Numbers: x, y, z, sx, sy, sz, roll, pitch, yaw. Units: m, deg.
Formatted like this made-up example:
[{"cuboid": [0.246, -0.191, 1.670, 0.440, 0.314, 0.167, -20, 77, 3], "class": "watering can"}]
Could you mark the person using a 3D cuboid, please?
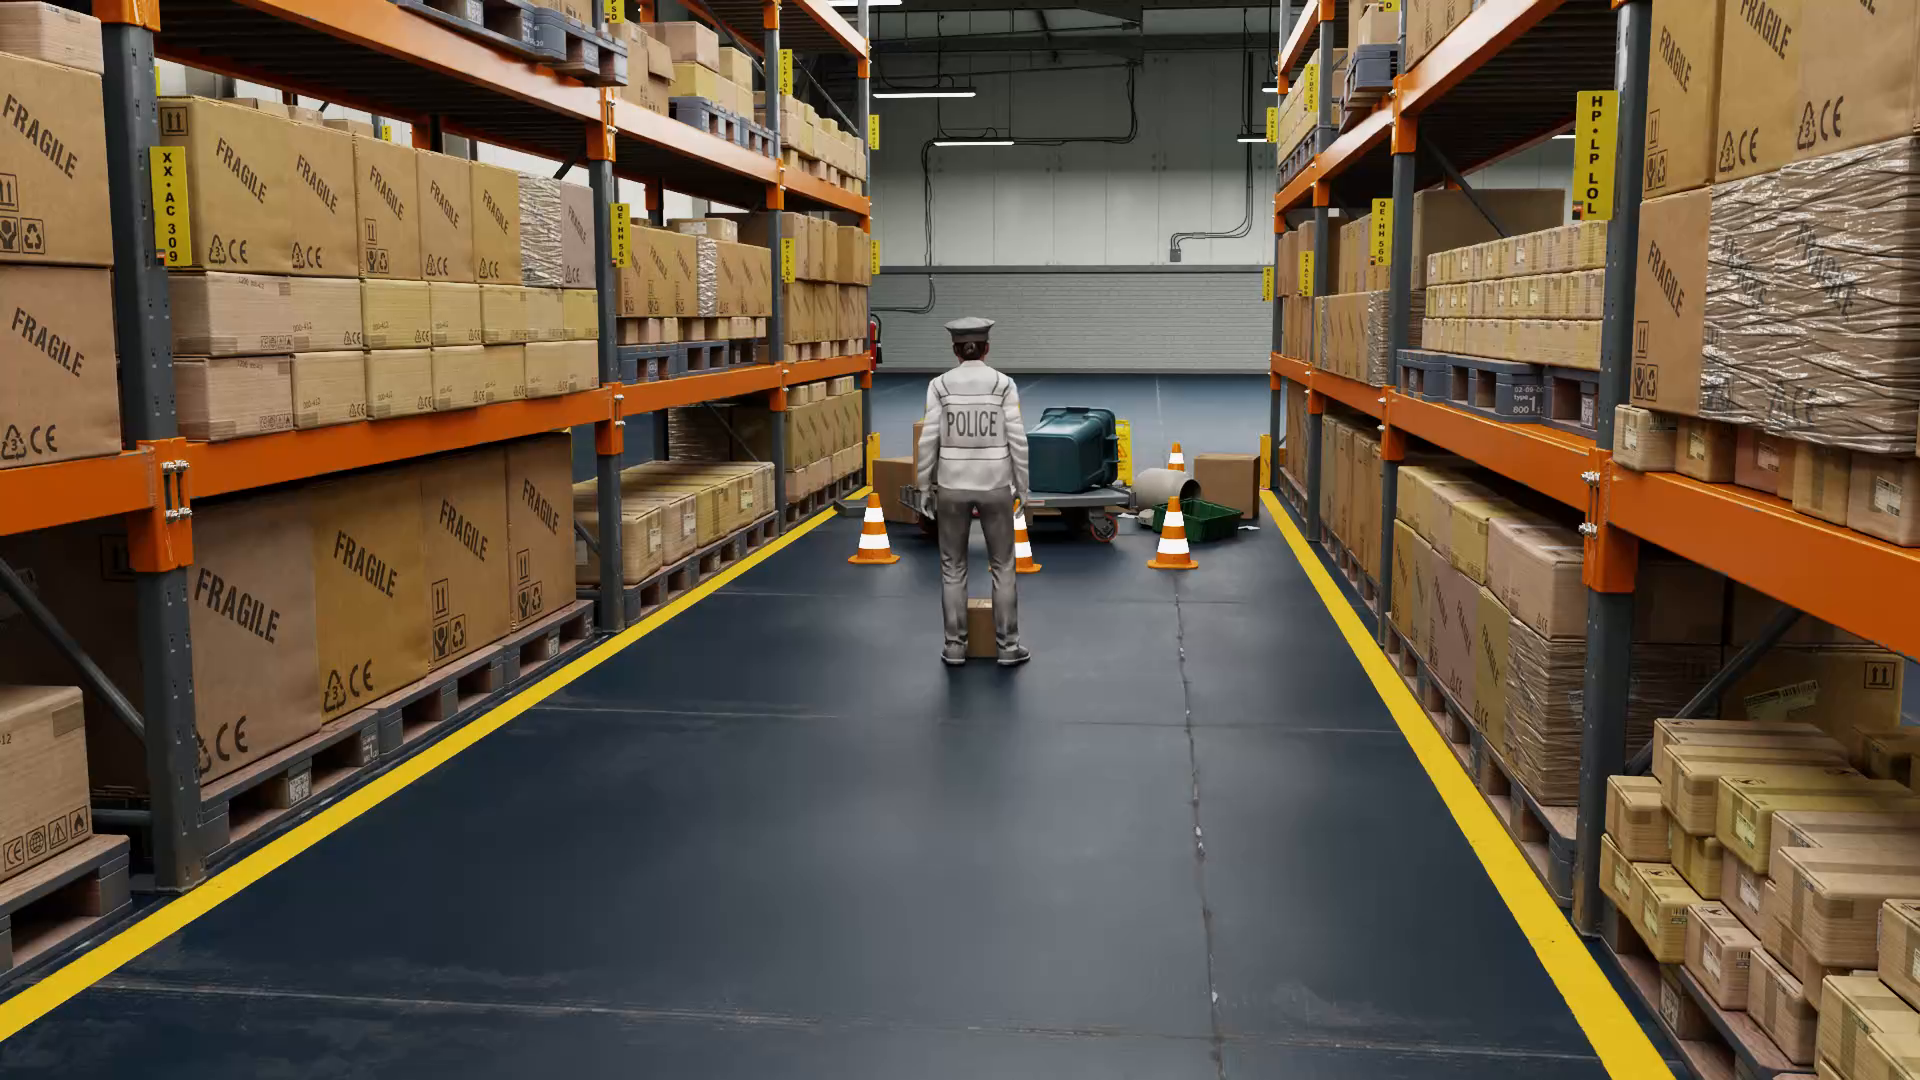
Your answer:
[{"cuboid": [0.073, -0.230, 7.977, 0.533, 1.667, 0.369, 0, 8, 3], "class": "person"}]
